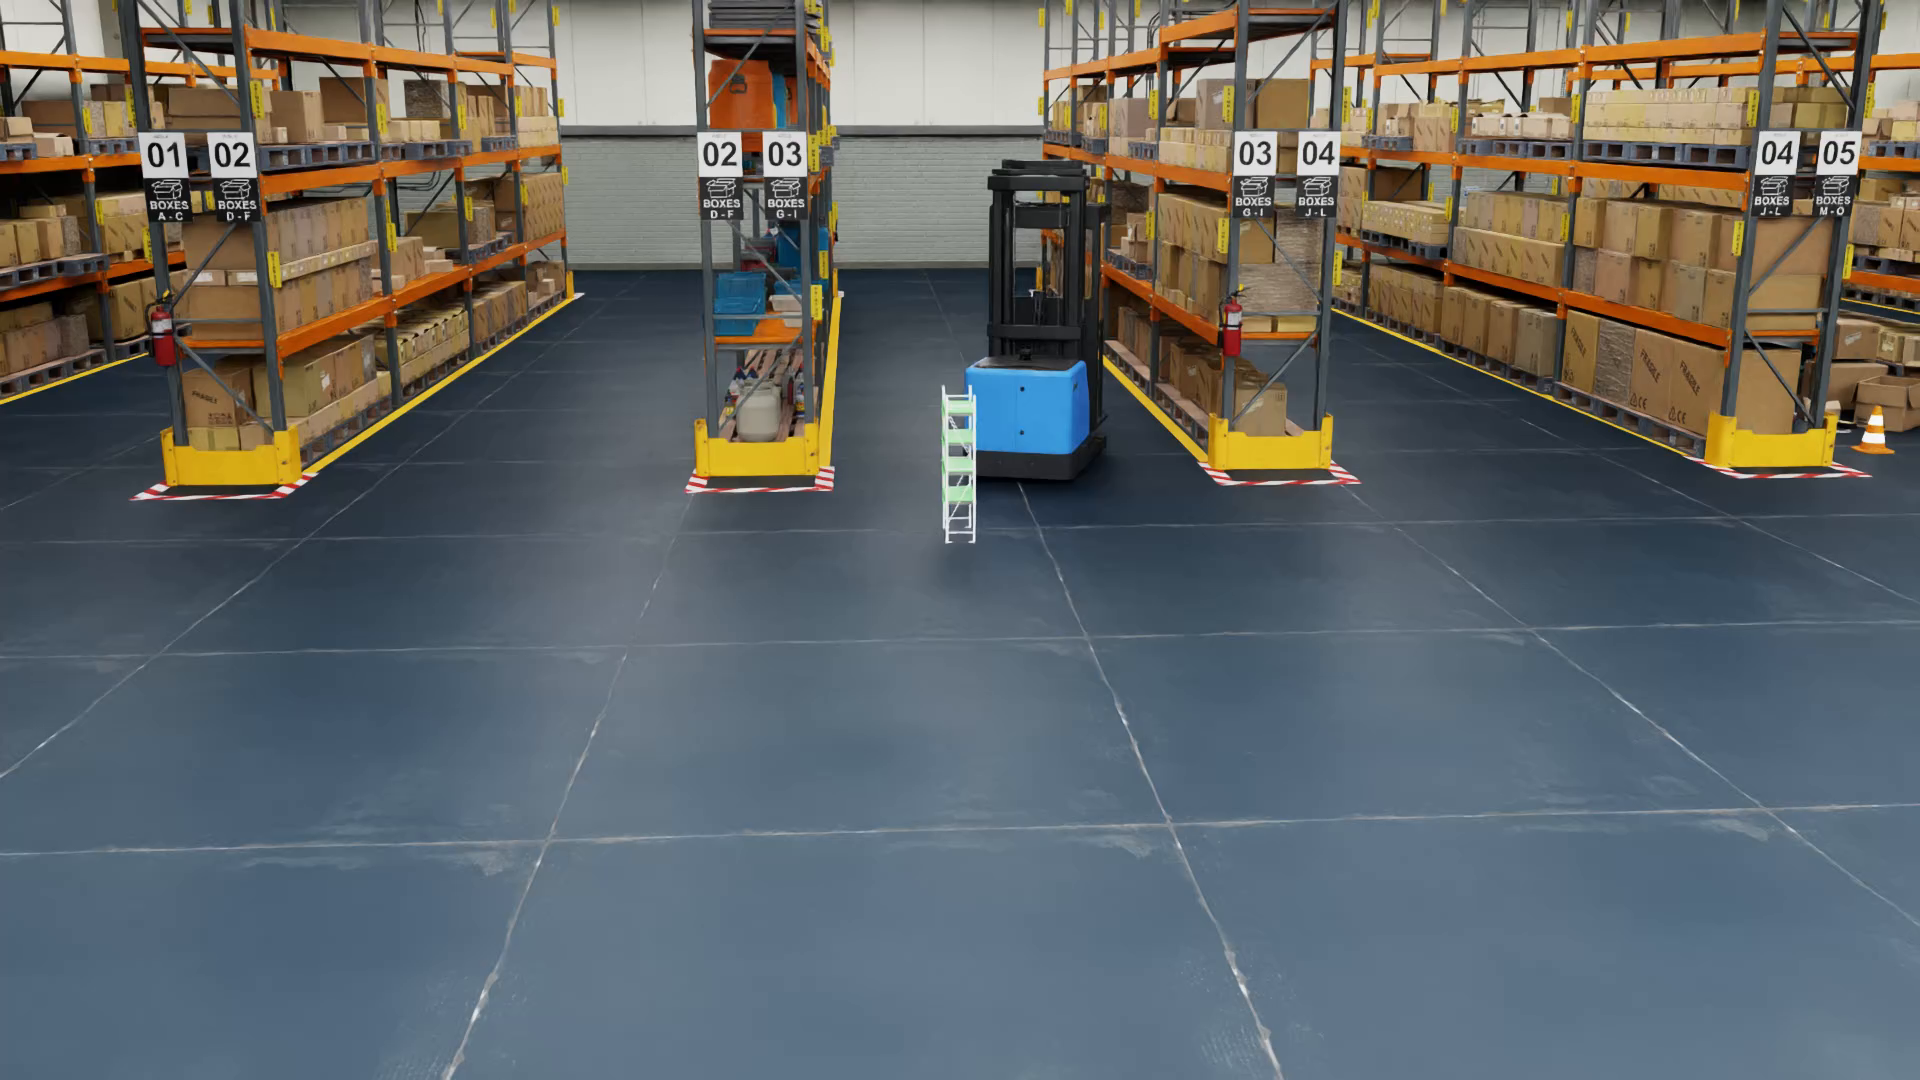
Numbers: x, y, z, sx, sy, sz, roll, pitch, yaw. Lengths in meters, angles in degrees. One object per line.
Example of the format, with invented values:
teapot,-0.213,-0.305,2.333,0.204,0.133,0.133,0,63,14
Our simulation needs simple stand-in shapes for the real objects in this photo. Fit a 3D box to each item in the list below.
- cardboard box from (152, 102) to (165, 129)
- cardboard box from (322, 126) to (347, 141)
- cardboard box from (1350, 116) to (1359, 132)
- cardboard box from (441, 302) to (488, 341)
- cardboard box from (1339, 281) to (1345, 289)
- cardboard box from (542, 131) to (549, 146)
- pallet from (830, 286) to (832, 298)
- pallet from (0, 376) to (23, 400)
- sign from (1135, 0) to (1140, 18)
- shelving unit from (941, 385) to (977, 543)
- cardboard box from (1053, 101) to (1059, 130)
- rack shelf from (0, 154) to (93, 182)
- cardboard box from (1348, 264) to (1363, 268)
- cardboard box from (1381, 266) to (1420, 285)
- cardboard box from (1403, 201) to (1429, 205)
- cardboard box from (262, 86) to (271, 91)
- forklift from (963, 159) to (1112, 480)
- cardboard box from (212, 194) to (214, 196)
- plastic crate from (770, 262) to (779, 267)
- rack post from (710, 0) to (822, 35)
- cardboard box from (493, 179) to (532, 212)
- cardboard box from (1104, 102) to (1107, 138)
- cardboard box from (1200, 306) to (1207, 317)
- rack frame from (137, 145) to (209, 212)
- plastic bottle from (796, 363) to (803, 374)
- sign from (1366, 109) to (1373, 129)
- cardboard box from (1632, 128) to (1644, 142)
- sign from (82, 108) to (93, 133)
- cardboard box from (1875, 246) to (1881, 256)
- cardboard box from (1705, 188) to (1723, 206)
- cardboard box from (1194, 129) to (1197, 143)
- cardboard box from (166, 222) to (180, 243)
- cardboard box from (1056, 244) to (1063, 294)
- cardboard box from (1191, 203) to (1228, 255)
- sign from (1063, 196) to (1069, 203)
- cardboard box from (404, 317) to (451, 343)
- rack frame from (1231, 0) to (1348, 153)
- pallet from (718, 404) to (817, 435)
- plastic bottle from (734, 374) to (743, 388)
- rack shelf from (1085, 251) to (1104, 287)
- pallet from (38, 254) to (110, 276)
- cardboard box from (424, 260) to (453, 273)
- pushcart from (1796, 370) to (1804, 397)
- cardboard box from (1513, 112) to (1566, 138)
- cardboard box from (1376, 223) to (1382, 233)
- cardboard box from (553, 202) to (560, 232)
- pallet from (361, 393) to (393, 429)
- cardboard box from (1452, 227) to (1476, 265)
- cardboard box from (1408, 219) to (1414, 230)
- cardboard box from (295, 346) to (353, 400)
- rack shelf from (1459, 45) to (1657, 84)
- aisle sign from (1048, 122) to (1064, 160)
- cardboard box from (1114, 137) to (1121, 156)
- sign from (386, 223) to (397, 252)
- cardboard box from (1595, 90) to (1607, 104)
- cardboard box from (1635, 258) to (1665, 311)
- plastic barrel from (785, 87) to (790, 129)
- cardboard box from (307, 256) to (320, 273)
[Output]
cardboard box,-12.585,-6.416,25.341,0.700,0.500,0.500,-2,15,-6
cardboard box,-6.742,-4.317,17.646,0.380,0.149,0.250,-1,14,-3
cardboard box,6.956,-7.066,28.248,0.500,0.250,0.500,-1,15,-6
cardboard box,-7.081,-3.125,23.788,0.500,0.500,0.500,0,14,-1
cardboard box,6.906,-4.504,29.294,0.380,0.149,0.250,-1,14,-2
cardboard box,-7.474,-7.003,29.004,0.500,0.250,0.500,-1,14,-3
pallet,-2.877,-4.514,30.648,1.003,0.211,1.213,-1,14,-3
pallet,-12.084,-1.776,20.007,1.003,0.211,1.213,-1,14,-3
sign,2.843,-8.560,26.701,0.100,0.325,0.005,-1,14,-3
shelving unit,-0.010,-0.622,13.537,0.258,1.200,0.503,-1,14,-3
cardboard box,2.054,-7.630,29.896,0.700,0.500,0.500,-1,14,-5
rack shelf,-12.158,-4.535,20.556,1.077,0.370,4.000,-1,14,-3
cardboard box,7.350,-4.990,30.587,0.380,0.149,0.250,-1,15,-6
cardboard box,7.076,-4.239,26.652,0.500,0.250,0.500,0,14,-2
cardboard box,7.478,-5.477,27.260,0.380,0.149,0.250,0,14,-1
cardboard box,-12.460,-7.735,29.301,0.500,0.500,0.500,-1,14,-4
forklift,0.884,-2.297,16.571,1.130,2.935,3.031,4,15,14
cardboard box,-12.641,-5.566,28.536,0.980,0.700,0.700,-2,15,-6
plastic crate,-2.535,-3.412,21.194,0.450,0.188,0.662,-1,14,-3
rack post,-1.818,-4.945,15.688,0.937,0.300,0.954,1,14,3
cardboard box,-7.334,-5.654,27.276,0.500,0.500,0.500,-1,14,-2
cardboard box,2.440,-6.014,23.811,0.797,0.503,0.637,0,14,0
cardboard box,2.728,-2.424,17.434,0.380,0.149,0.250,-1,14,-3
rack frame,-12.529,-4.923,26.640,1.000,3.000,0.127,-1,14,-3
plastic bottle,-1.818,-1.861,19.171,0.144,0.351,0.185,-1,14,-5
sign,6.718,-6.896,27.253,0.100,0.325,0.005,-1,14,-3
cardboard box,7.518,-4.384,17.988,0.380,0.149,0.250,-1,14,-3
sign,-11.740,-5.639,22.366,0.100,0.325,0.005,-1,14,-3
cardboard box,12.419,-3.842,22.101,0.380,0.149,0.250,-1,14,-5
cardboard box,12.059,-5.345,26.072,0.500,0.500,0.500,-1,14,-4
cardboard box,2.679,-4.263,17.556,0.380,0.149,0.250,-1,14,-2
cardboard box,-12.185,-4.762,25.178,0.500,0.500,0.500,-1,14,-3
cardboard box,2.230,-4.937,30.116,0.875,0.875,0.875,-1,14,-3
cardboard box,2.700,-3.226,17.241,0.500,0.500,0.500,-1,14,-3
sign,1.748,-5.601,27.379,0.100,0.325,0.005,-1,14,-3
cardboard box,-6.992,-2.768,21.813,0.500,0.311,0.500,-1,14,-4
rack frame,3.045,-5.073,15.184,1.000,3.000,0.127,-1,14,-3
pallet,-2.067,-1.264,18.015,1.003,0.211,1.213,-1,14,-3
plastic bottle,-2.472,-1.656,18.378,0.144,0.351,0.185,-1,14,-4
rack shelf,2.426,-4.306,25.688,1.077,0.370,4.000,-1,14,-3
pallet,-12.131,-3.659,22.115,1.213,0.211,1.003,-1,14,-3
cardboard box,-7.006,-3.664,22.252,0.380,0.149,0.250,-1,14,-3
pushcart,10.416,-1.998,20.535,1.648,0.377,0.936,-6,16,-23
cardboard box,7.426,-5.308,21.252,0.500,0.311,0.500,-1,14,-5
cardboard box,6.873,-4.987,26.549,0.380,0.149,0.250,-1,14,-3
cardboard box,-7.498,-5.807,29.876,0.500,0.500,0.500,-1,14,-3
pallet,-7.082,-1.462,18.784,1.003,0.211,1.213,-1,14,-3
cardboard box,7.265,-4.141,23.402,0.500,0.500,0.500,-1,14,-3
cardboard box,6.969,-4.744,25.011,0.380,0.149,0.250,-1,14,-3
cardboard box,-6.744,-1.761,17.520,0.500,0.500,0.500,-1,14,-3
rack shelf,7.630,-6.075,21.323,1.077,0.370,4.000,-1,14,-3
aisle sign,1.750,-7.419,31.125,0.394,0.787,0.004,-1,14,-3
cardboard box,2.356,-5.289,22.344,0.500,0.250,0.500,-1,14,-2
sign,-6.536,-3.477,19.125,0.100,0.325,0.005,-1,14,-3
cardboard box,7.455,-5.024,18.873,0.380,0.149,0.250,-1,14,-4
cardboard box,7.895,-2.792,18.058,0.875,0.550,0.500,-1,14,-3
plastic barrel,-2.559,-5.569,22.124,0.600,0.901,0.600,0,14,0
cardboard box,-6.733,-2.800,16.885,0.380,0.149,0.250,-1,14,-4
